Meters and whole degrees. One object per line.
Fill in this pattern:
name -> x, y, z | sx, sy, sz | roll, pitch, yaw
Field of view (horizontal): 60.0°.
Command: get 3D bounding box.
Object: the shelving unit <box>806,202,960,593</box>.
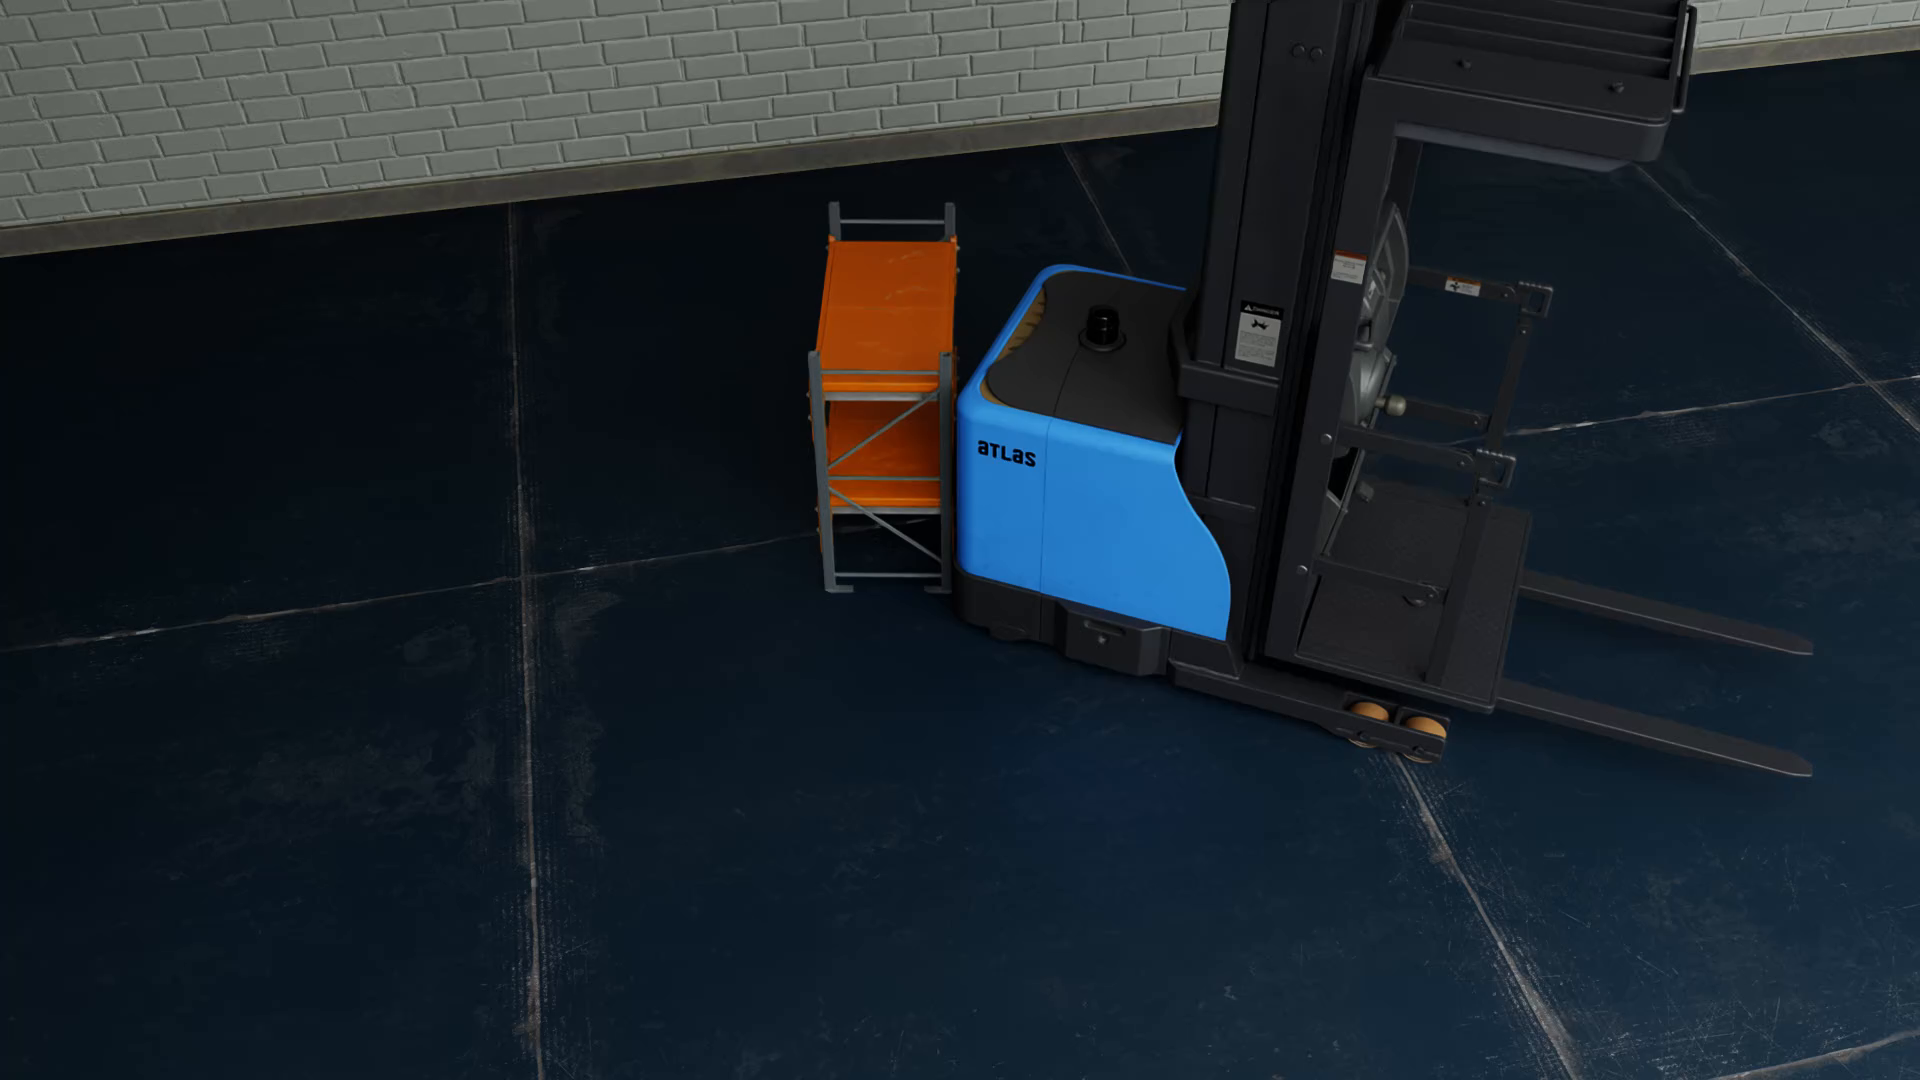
shelving unit -> -0.274, -0.564, 6.538 | 0.538, 1.125, 1.048 | 0, 42, 0

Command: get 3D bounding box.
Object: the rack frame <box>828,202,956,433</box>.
rack frame -> -0.268, -0.902, 6.918 | 0.500, 1.125, 0.032 | 0, 42, 0

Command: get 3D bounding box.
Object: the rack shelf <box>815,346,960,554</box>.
rack shelf -> -0.274, -0.381, 6.701 | 0.538, 0.278, 1.000 | 0, 42, 0

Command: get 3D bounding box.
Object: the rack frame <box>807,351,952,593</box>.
rack frame -> -0.280, -0.227, 6.158 | 0.500, 1.125, 0.032 | 0, 42, 0

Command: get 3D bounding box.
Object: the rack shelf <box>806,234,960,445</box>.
rack shelf -> -0.274, -0.783, 6.344 | 0.538, 0.278, 1.000 | 0, 42, 0

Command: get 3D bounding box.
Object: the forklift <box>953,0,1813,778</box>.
forklift -> 1.543, -0.713, 5.345 | 3.031, 2.935, 1.130 | 14, 44, 16
